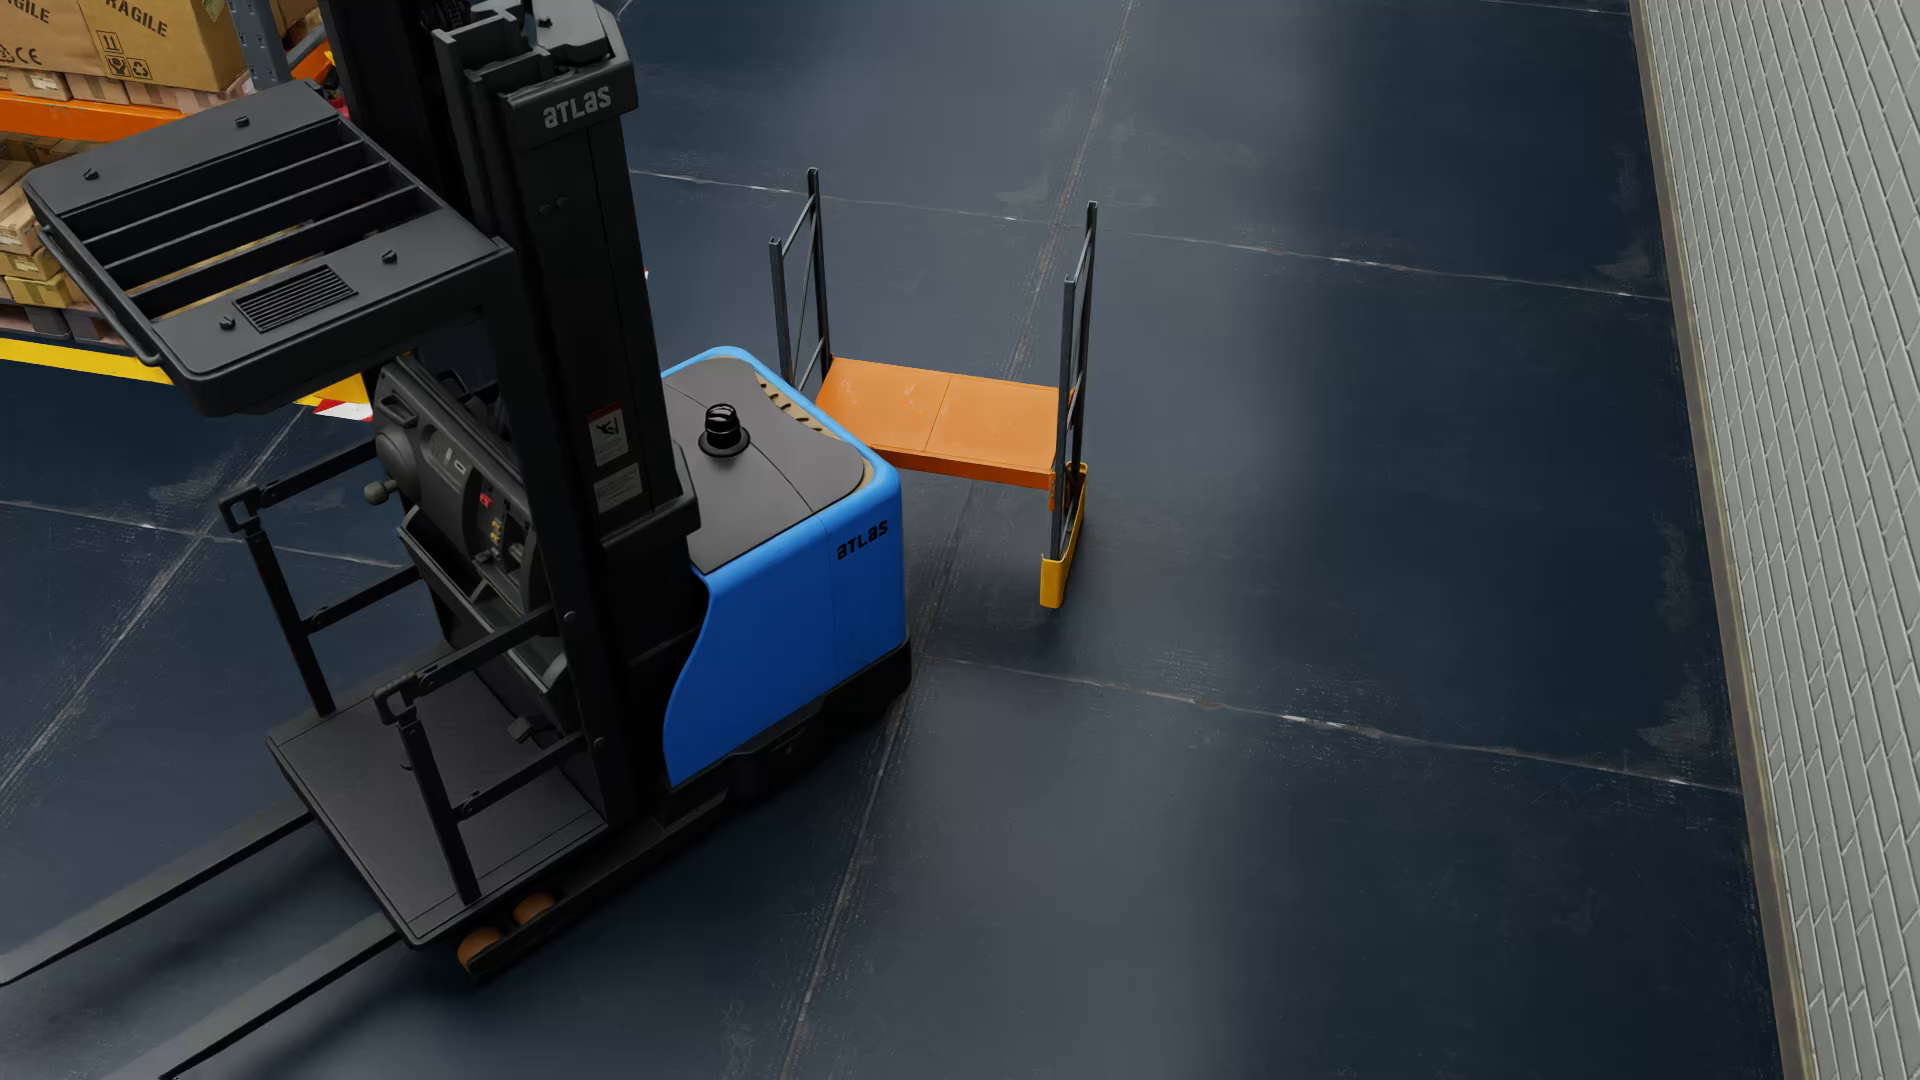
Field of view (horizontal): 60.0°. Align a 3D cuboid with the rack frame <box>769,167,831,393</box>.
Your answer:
[{"bbox_3d":[-0.579,-0.630,6.323,0.032,1.500,0.500,9,45,9],"label":"rack frame"}]

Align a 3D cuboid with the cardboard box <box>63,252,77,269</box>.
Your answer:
[{"bbox_3d":[-3.885,-1.390,7.570,0.250,0.149,0.380,8,45,9],"label":"cardboard box"}]

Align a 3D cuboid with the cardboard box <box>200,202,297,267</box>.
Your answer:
[{"bbox_3d":[-3.132,-1.332,7.294,0.250,0.149,0.380,9,45,10],"label":"cardboard box"}]

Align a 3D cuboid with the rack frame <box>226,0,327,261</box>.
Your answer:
[{"bbox_3d":[-2.560,-2.084,6.753,0.127,3.000,1.000,9,45,9],"label":"rack frame"}]

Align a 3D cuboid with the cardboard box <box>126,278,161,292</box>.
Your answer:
[{"bbox_3d":[-3.645,-1.280,7.455,0.250,0.149,0.380,7,44,7],"label":"cardboard box"}]

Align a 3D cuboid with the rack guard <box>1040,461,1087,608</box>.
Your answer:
[{"bbox_3d":[0.412,-0.026,6.597,0.087,0.250,0.587,9,45,9],"label":"rack guard"}]

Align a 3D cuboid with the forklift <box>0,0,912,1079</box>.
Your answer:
[{"bbox_3d":[-1.622,-0.080,4.720,3.031,2.935,1.130,-31,52,-28],"label":"forklift"}]

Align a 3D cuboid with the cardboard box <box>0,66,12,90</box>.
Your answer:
[{"bbox_3d":[-3.927,-2.025,6.872,0.250,0.149,0.380,7,44,7],"label":"cardboard box"}]

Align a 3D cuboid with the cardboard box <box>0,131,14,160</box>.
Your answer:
[{"bbox_3d":[-4.552,-1.891,7.876,0.250,0.149,0.380,9,45,9],"label":"cardboard box"}]

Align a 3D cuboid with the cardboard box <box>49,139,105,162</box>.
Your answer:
[{"bbox_3d":[-4.039,-1.847,7.830,0.250,0.149,0.380,10,45,11],"label":"cardboard box"}]

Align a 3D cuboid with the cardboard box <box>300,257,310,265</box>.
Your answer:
[{"bbox_3d":[-3.119,-1.147,7.532,0.250,0.149,0.380,10,45,10],"label":"cardboard box"}]

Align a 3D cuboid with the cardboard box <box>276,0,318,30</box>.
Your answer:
[{"bbox_3d":[-2.938,-2.483,6.880,0.500,0.500,0.500,11,45,11],"label":"cardboard box"}]

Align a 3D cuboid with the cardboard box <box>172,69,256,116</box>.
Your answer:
[{"bbox_3d":[-2.940,-1.852,6.692,0.250,0.149,0.380,9,45,9],"label":"cardboard box"}]

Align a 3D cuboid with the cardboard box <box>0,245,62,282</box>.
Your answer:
[{"bbox_3d":[-4.153,-1.350,7.528,0.250,0.149,0.380,9,45,10],"label":"cardboard box"}]

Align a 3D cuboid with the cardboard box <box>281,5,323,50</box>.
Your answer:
[{"bbox_3d":[-2.805,-2.265,7.121,0.250,0.149,0.380,8,45,9],"label":"cardboard box"}]

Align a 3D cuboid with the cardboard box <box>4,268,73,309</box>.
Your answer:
[{"bbox_3d":[-4.138,-1.241,7.629,0.250,0.149,0.380,7,44,7],"label":"cardboard box"}]

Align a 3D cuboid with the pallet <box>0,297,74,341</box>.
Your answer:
[{"bbox_3d":[-4.606,-1.424,8.078,1.213,0.211,1.003,9,45,9],"label":"pallet"}]

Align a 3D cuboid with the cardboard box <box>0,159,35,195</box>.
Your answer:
[{"bbox_3d":[-4.391,-1.562,7.534,0.250,0.149,0.380,7,44,8],"label":"cardboard box"}]

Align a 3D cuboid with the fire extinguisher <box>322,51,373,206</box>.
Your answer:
[{"bbox_3d":[-2.415,-1.572,6.545,0.183,0.674,0.296,9,45,9],"label":"fire extinguisher"}]

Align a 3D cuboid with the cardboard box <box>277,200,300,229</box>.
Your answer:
[{"bbox_3d":[-3.015,-1.569,7.755,0.250,0.149,0.380,11,45,11],"label":"cardboard box"}]

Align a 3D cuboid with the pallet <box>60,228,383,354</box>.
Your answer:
[{"bbox_3d":[-3.419,-1.238,7.884,1.213,0.211,1.003,9,45,9],"label":"pallet"}]

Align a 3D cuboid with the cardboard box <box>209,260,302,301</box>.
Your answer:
[{"bbox_3d":[-3.138,-1.202,7.375,0.250,0.149,0.380,8,44,8],"label":"cardboard box"}]

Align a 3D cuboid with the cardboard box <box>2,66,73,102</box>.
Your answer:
[{"bbox_3d":[-3.677,-1.966,6.810,0.250,0.149,0.380,10,45,10],"label":"cardboard box"}]

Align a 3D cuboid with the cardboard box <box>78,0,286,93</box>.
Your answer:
[{"bbox_3d":[-3.055,-2.121,6.504,0.500,0.500,0.500,10,45,10],"label":"cardboard box"}]

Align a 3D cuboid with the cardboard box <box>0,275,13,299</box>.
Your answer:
[{"bbox_3d":[-4.400,-1.296,7.686,0.250,0.149,0.380,10,45,10],"label":"cardboard box"}]

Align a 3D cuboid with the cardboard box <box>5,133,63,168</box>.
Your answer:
[{"bbox_3d":[-4.286,-1.918,7.904,0.250,0.149,0.380,9,45,10],"label":"cardboard box"}]

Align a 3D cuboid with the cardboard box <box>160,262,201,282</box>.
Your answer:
[{"bbox_3d":[-3.381,-1.279,7.454,0.250,0.149,0.380,8,44,8],"label":"cardboard box"}]

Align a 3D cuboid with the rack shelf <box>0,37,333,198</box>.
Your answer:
[{"bbox_3d":[-4.512,-2.128,7.317,4.000,0.370,1.077,9,45,9],"label":"rack shelf"}]

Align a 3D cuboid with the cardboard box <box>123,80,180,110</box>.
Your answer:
[{"bbox_3d":[-3.175,-1.915,6.758,0.250,0.149,0.380,9,45,9],"label":"cardboard box"}]

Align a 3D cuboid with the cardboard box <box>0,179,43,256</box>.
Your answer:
[{"bbox_3d":[-4.158,-1.447,7.414,0.250,0.149,0.380,10,45,11],"label":"cardboard box"}]

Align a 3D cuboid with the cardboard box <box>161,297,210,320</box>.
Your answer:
[{"bbox_3d":[-3.392,-1.118,7.501,0.250,0.149,0.380,10,45,10],"label":"cardboard box"}]

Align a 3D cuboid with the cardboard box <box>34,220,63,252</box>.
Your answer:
[{"bbox_3d":[-3.884,-1.444,7.411,0.250,0.149,0.380,7,44,7],"label":"cardboard box"}]

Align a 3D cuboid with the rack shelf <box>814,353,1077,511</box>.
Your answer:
[{"bbox_3d":[-0.083,-0.424,6.368,1.000,0.185,0.538,9,45,9],"label":"rack shelf"}]

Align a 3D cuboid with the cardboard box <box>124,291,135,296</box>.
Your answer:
[{"bbox_3d":[-3.631,-1.216,7.603,0.250,0.149,0.380,9,45,9],"label":"cardboard box"}]

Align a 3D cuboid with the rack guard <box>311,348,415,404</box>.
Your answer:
[{"bbox_3d":[-2.634,-1.195,7.631,0.348,0.500,1.175,9,45,9],"label":"rack guard"}]

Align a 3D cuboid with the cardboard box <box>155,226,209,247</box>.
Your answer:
[{"bbox_3d":[-3.365,-1.408,7.374,0.250,0.149,0.380,10,45,10],"label":"cardboard box"}]

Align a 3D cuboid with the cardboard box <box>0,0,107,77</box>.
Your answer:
[{"bbox_3d":[-3.556,-2.203,6.589,0.500,0.500,0.500,8,45,8],"label":"cardboard box"}]

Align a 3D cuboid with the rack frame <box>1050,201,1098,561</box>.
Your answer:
[{"bbox_3d":[0.413,-0.476,6.163,0.032,1.500,0.500,9,45,9],"label":"rack frame"}]

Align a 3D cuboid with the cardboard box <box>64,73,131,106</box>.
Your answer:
[{"bbox_3d":[-3.423,-1.943,6.787,0.250,0.149,0.380,8,45,9],"label":"cardboard box"}]

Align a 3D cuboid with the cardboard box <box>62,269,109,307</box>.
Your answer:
[{"bbox_3d":[-3.875,-1.244,7.633,0.250,0.149,0.380,9,45,9],"label":"cardboard box"}]

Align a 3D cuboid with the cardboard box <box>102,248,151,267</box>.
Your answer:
[{"bbox_3d":[-3.645,-1.362,7.326,0.250,0.149,0.380,8,44,8],"label":"cardboard box"}]

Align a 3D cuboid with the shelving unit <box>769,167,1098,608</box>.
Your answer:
[{"bbox_3d":[-0.074,-0.552,6.242,1.083,1.500,0.587,9,45,9],"label":"shelving unit"}]
